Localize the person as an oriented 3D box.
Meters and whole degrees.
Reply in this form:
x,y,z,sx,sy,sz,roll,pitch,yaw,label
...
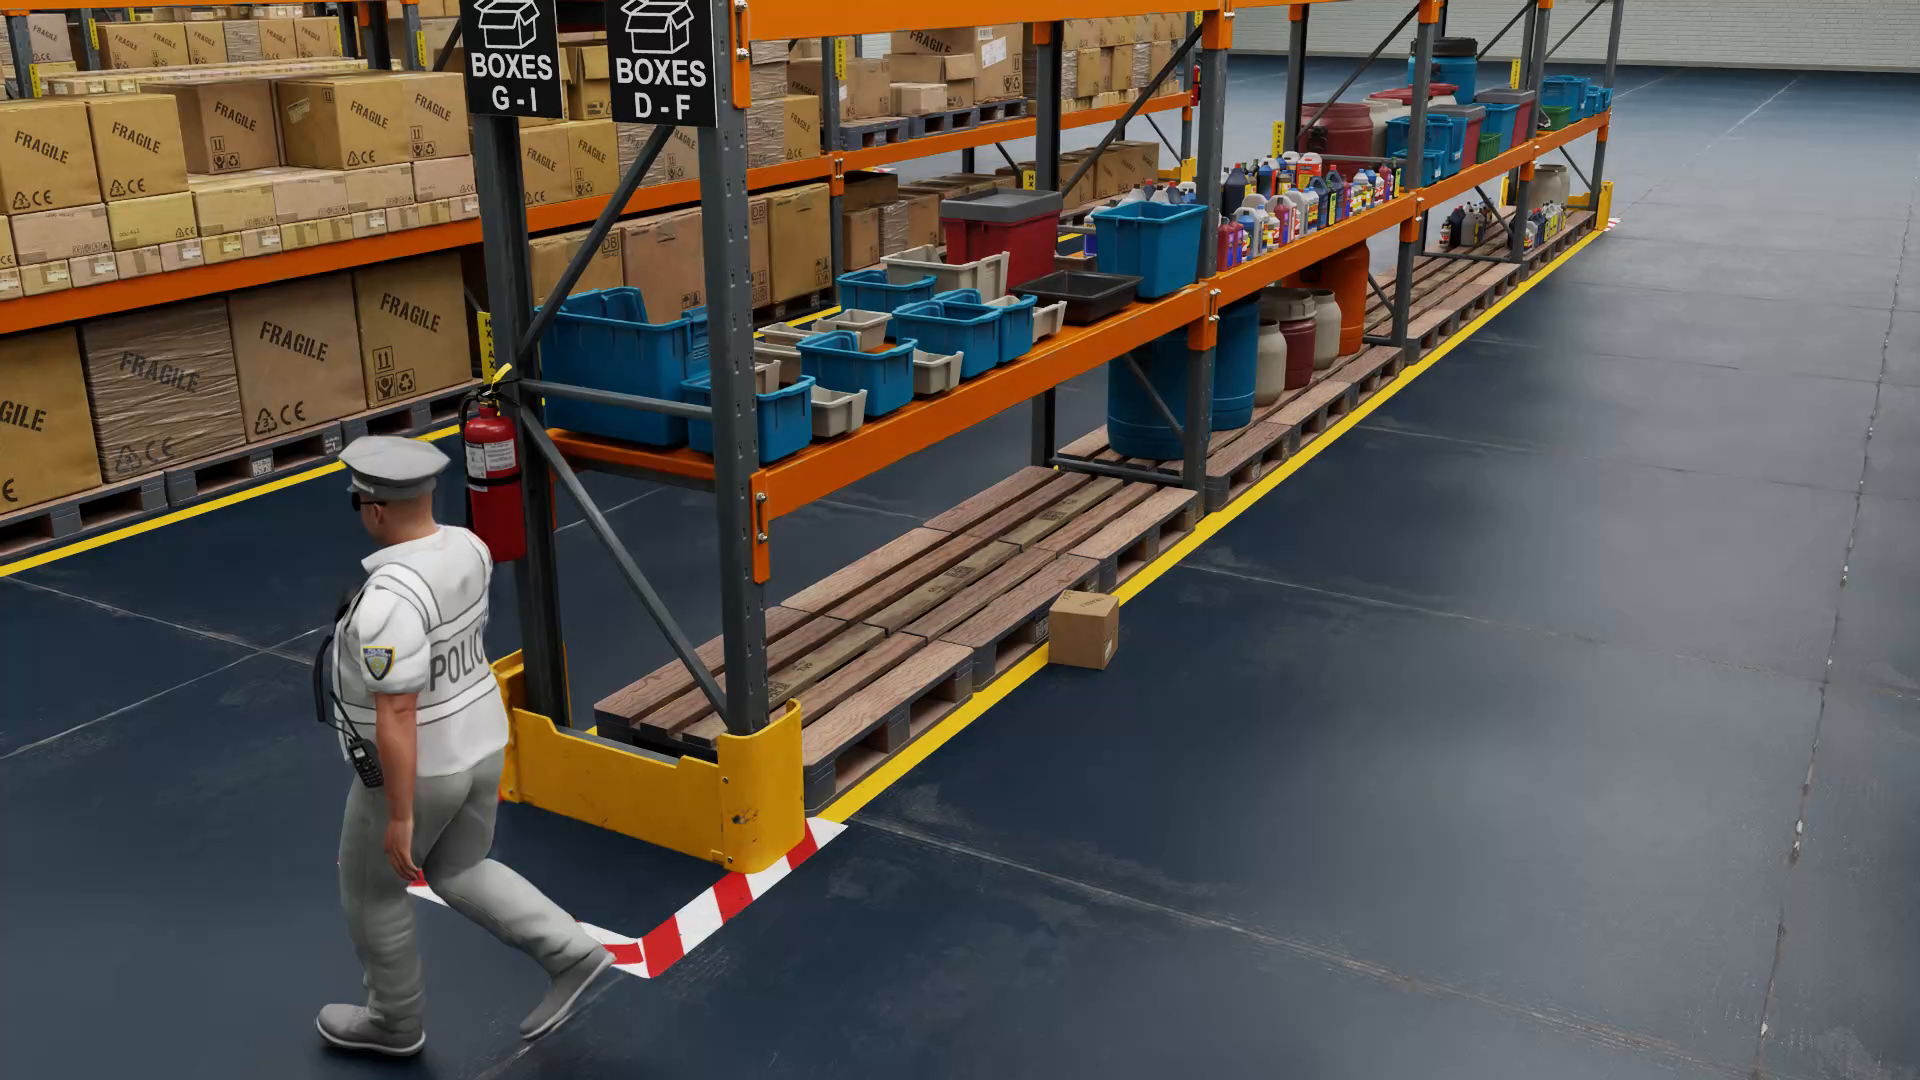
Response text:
x,y,z,sx,sy,sz,roll,pitch,yaw,label
-1.378,0.577,4.392,0.821,1.720,0.594,7,20,18,person
